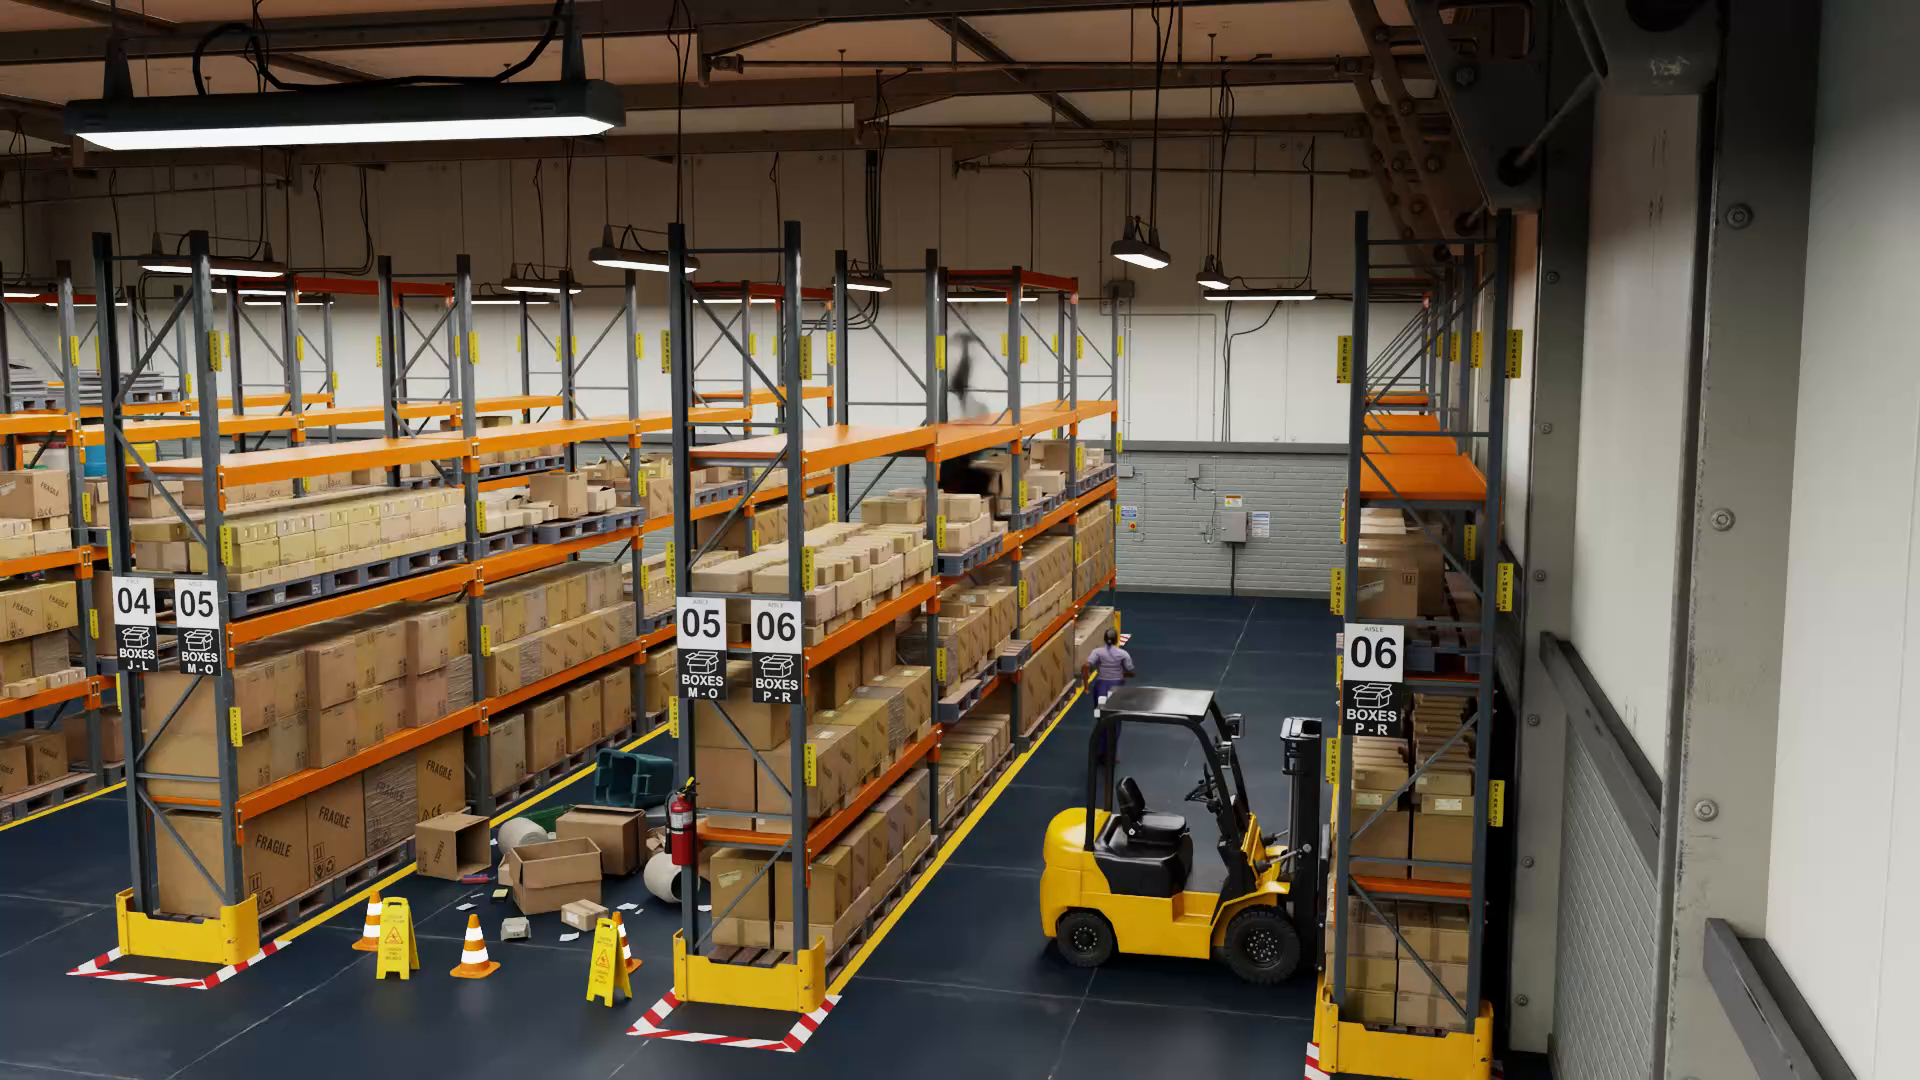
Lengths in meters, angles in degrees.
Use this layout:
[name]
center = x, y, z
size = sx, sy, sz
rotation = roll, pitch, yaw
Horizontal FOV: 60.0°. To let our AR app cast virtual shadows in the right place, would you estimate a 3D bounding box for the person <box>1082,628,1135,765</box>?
[person]
center = 1.796, 1.925, 20.080
size = 0.616, 1.725, 0.751
rotation = 2, 7, 14
